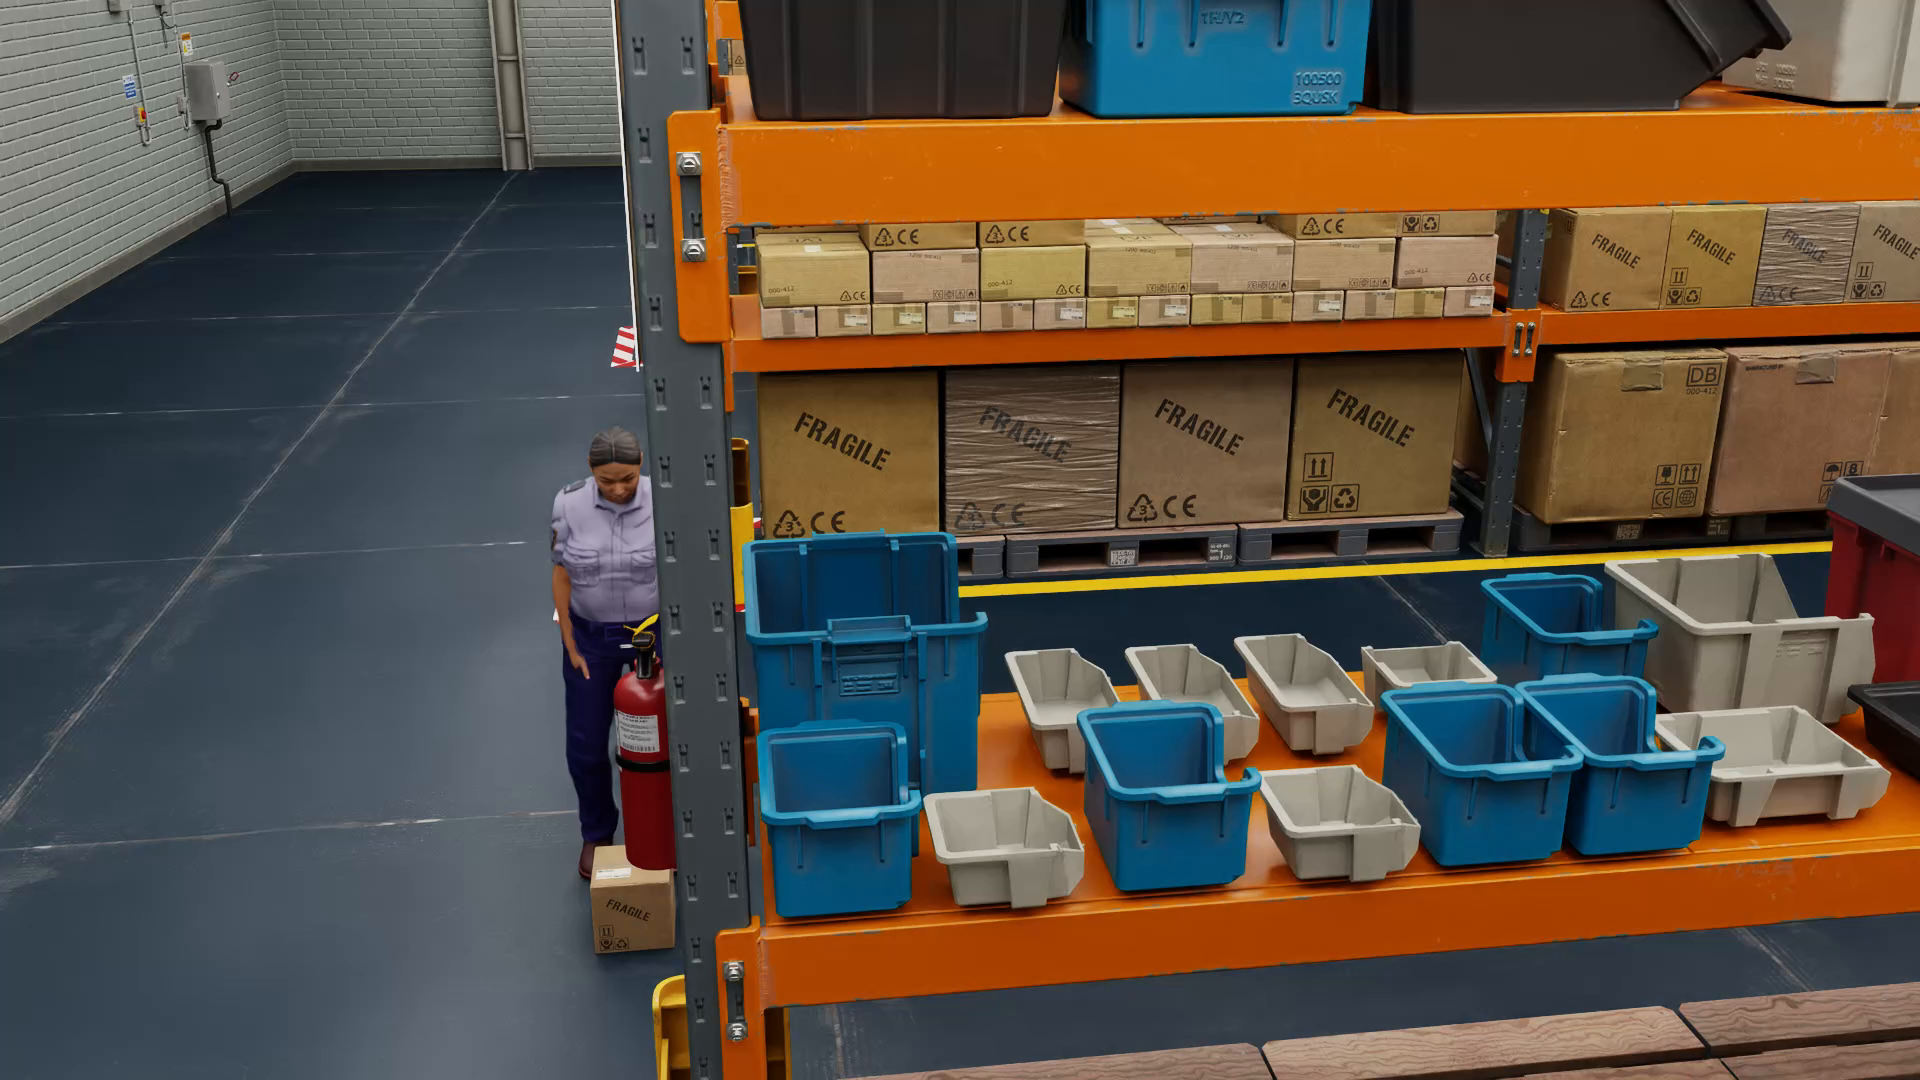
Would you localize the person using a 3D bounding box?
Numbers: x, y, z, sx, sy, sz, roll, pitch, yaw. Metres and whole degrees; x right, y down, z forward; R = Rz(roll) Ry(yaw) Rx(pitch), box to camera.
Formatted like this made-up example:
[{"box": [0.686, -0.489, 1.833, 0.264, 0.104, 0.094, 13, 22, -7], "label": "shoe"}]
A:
[{"box": [-1.117, 0.368, 5.659, 0.493, 1.615, 0.384, -2, 20, -6], "label": "person"}]
